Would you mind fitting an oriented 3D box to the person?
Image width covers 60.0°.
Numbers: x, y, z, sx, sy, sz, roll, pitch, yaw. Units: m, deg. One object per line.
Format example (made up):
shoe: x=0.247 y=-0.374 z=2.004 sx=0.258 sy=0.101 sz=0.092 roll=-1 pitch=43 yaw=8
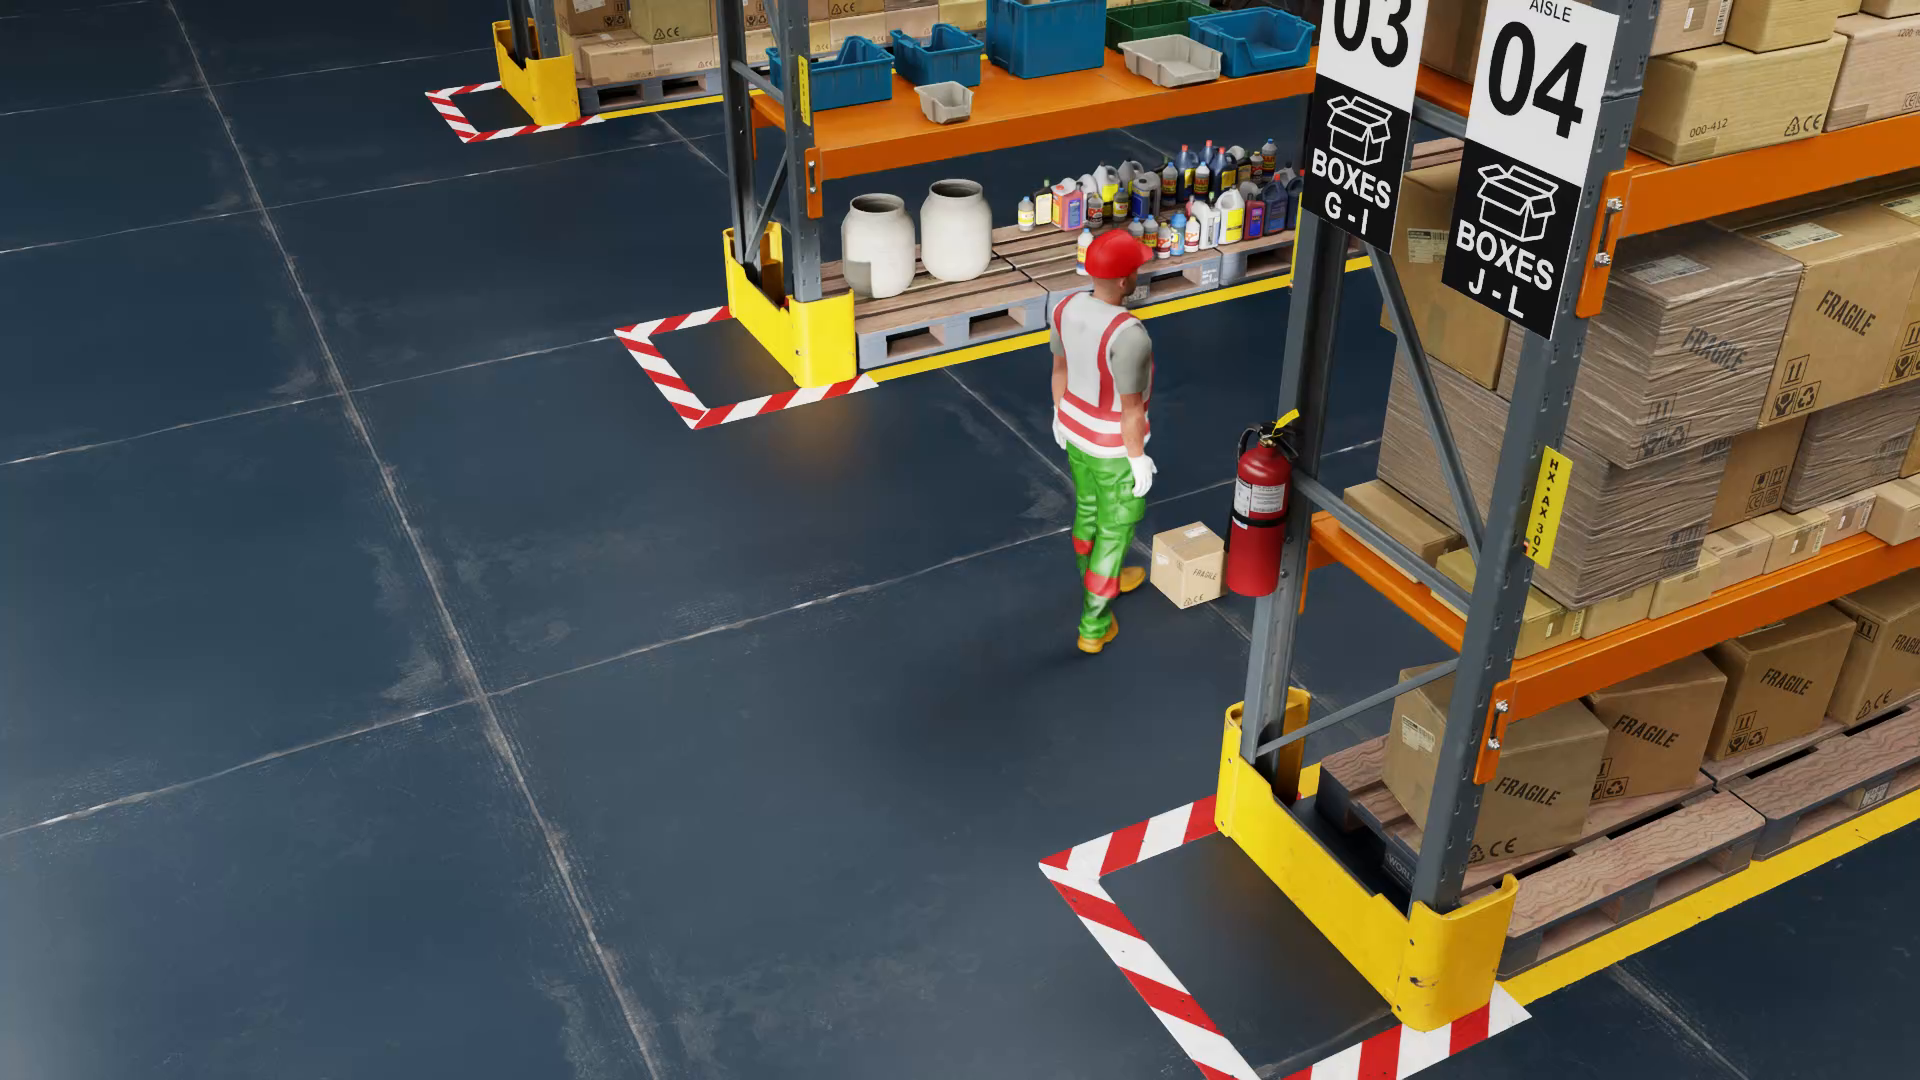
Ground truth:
person: x=0.633 y=-0.438 z=6.796 sx=0.580 sy=1.796 sz=0.575 roll=-21 pitch=38 yaw=-29
